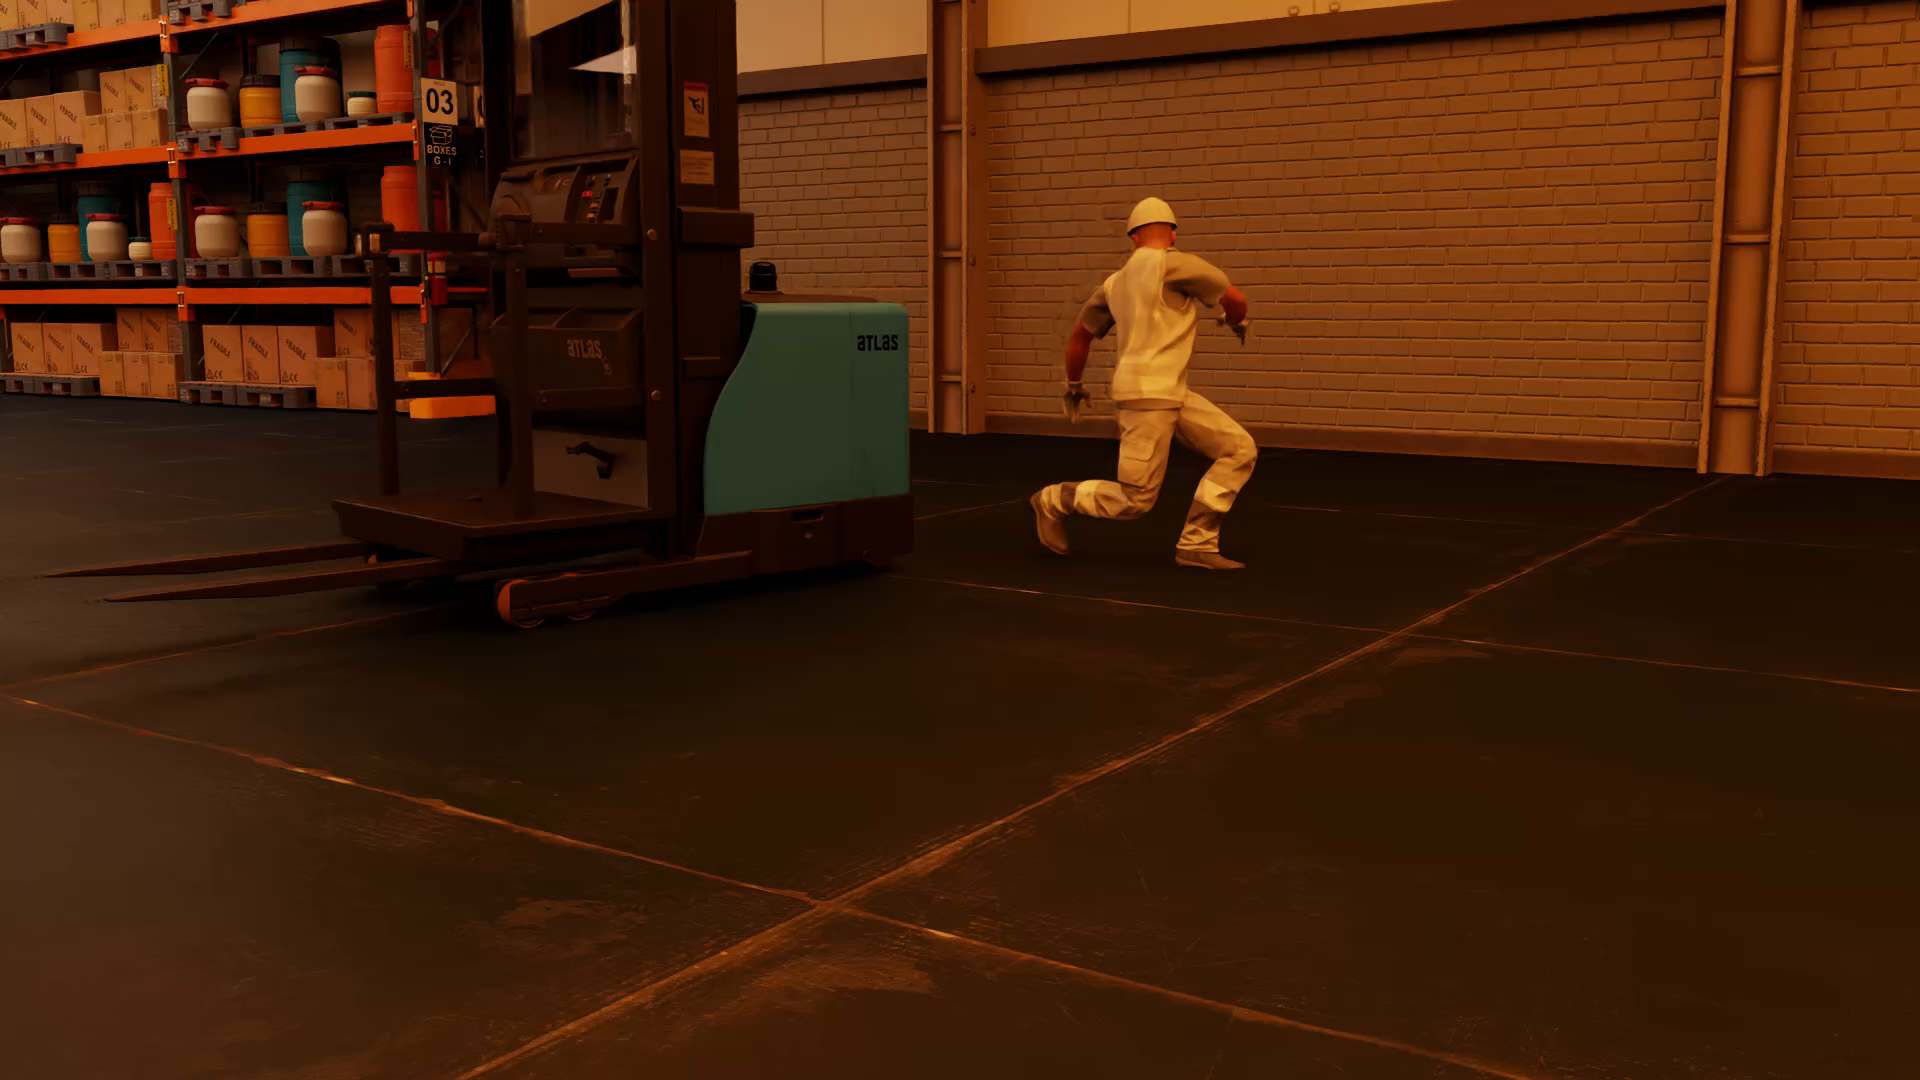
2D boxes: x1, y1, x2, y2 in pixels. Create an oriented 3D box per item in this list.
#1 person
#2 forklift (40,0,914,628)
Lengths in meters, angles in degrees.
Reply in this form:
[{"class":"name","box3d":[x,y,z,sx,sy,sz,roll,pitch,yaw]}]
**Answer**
[{"class":"person","box3d":[0.759,-0.642,6.907,0.952,1.541,0.686,1,8,9]},{"class":"forklift","box3d":[-1.599,-1.239,5.902,3.031,2.935,1.130,-8,11,-43]}]
